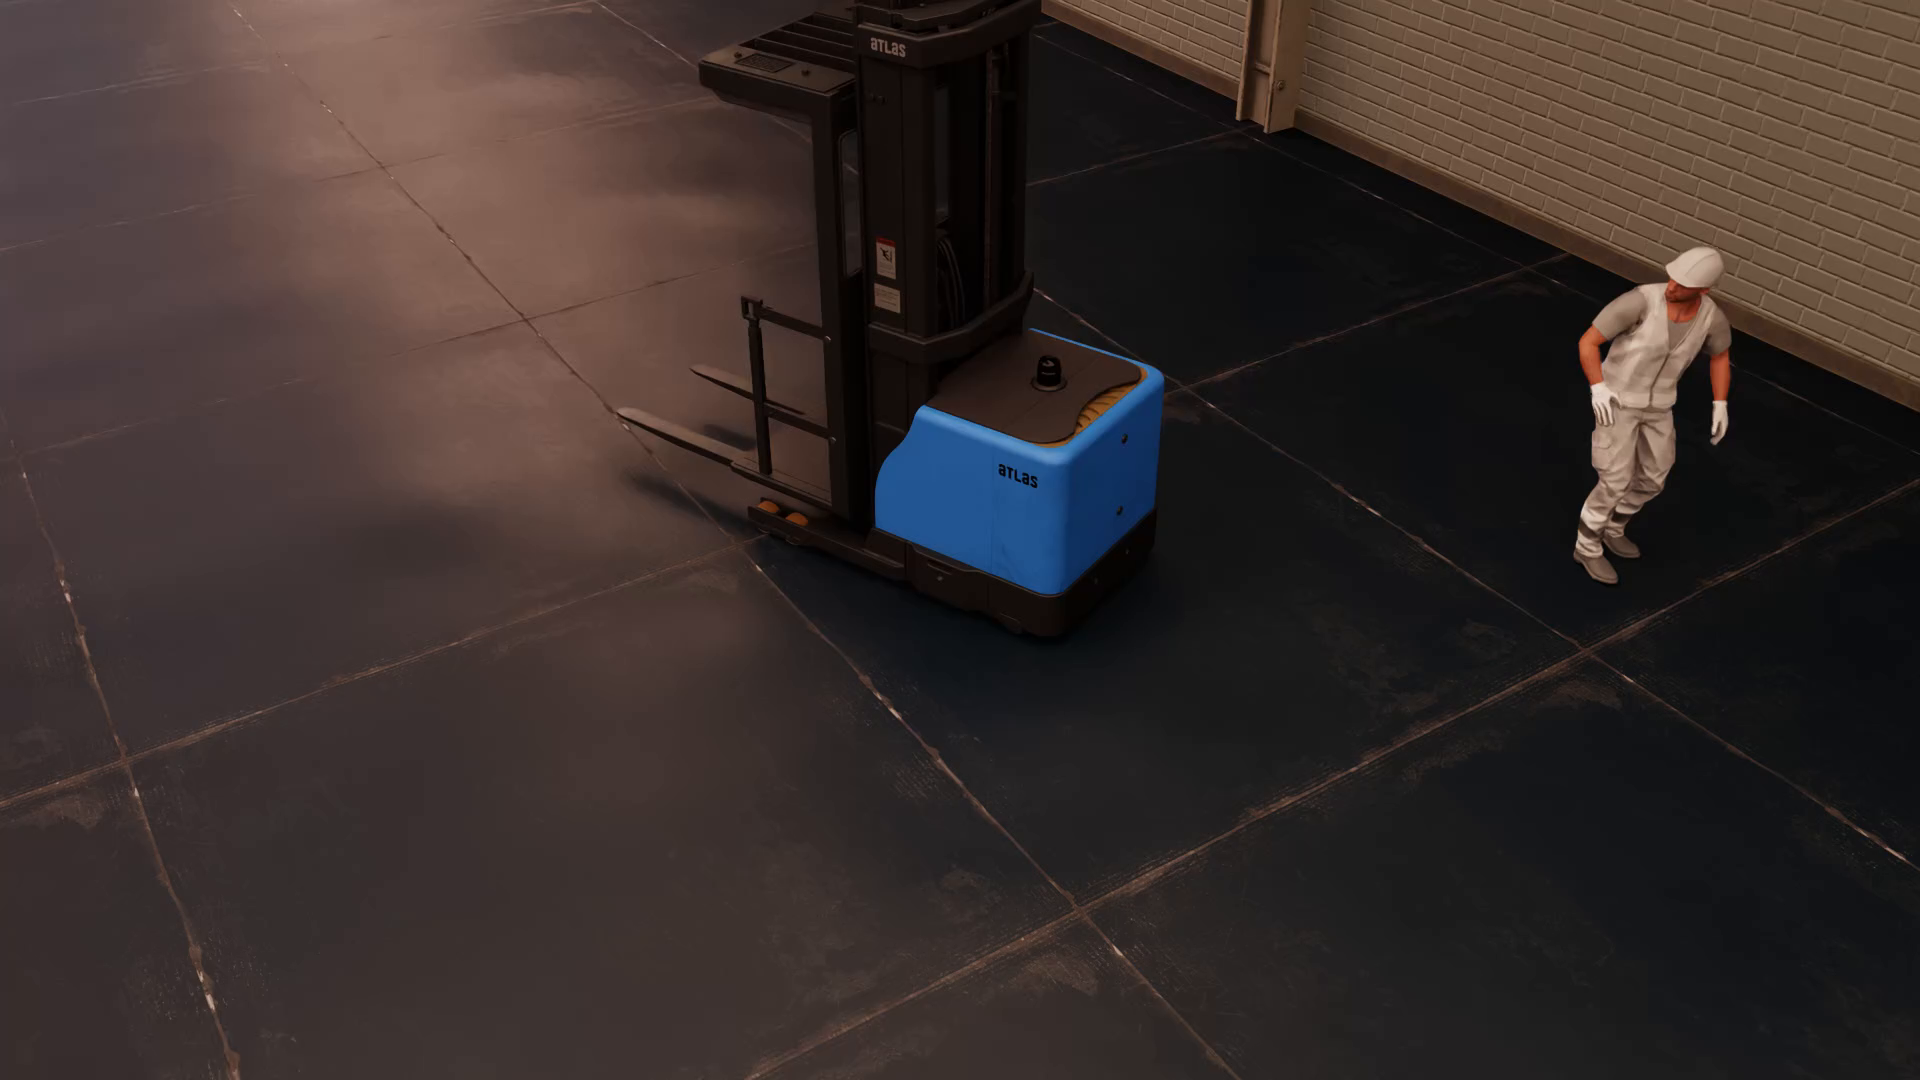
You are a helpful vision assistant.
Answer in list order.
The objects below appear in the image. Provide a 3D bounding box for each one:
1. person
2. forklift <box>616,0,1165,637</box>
[{"bbox_3d":[3.366,-0.629,8.080,0.739,1.746,0.509,-6,36,-8],"label":"person"},{"bbox_3d":[-0.500,-1.399,8.138,3.031,2.935,1.130,22,41,28],"label":"forklift"}]
